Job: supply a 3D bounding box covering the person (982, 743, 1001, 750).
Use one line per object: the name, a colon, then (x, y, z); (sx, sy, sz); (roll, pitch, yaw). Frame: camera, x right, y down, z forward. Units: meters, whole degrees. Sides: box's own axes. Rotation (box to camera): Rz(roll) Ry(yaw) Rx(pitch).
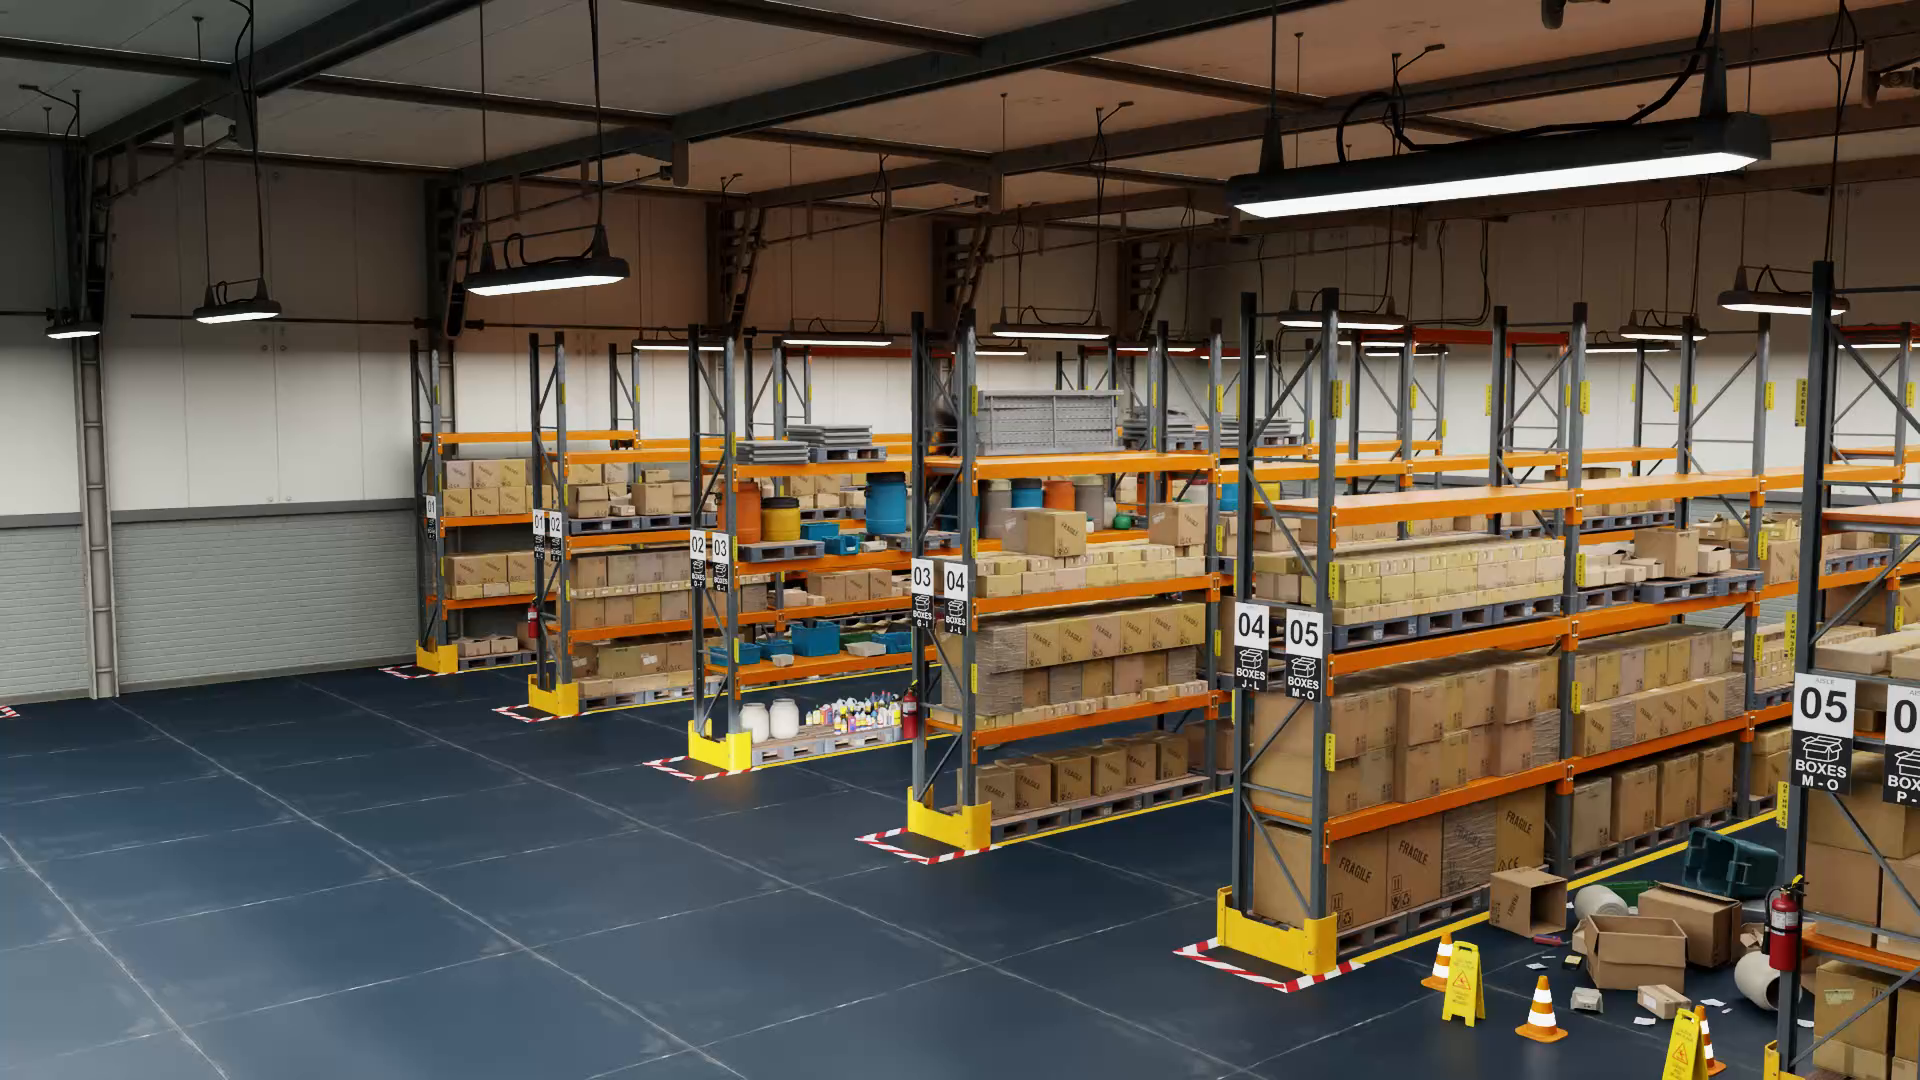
person: (0.483, 2.248, 23.602); (0.615, 1.496, 0.957); (5, 7, 41)
